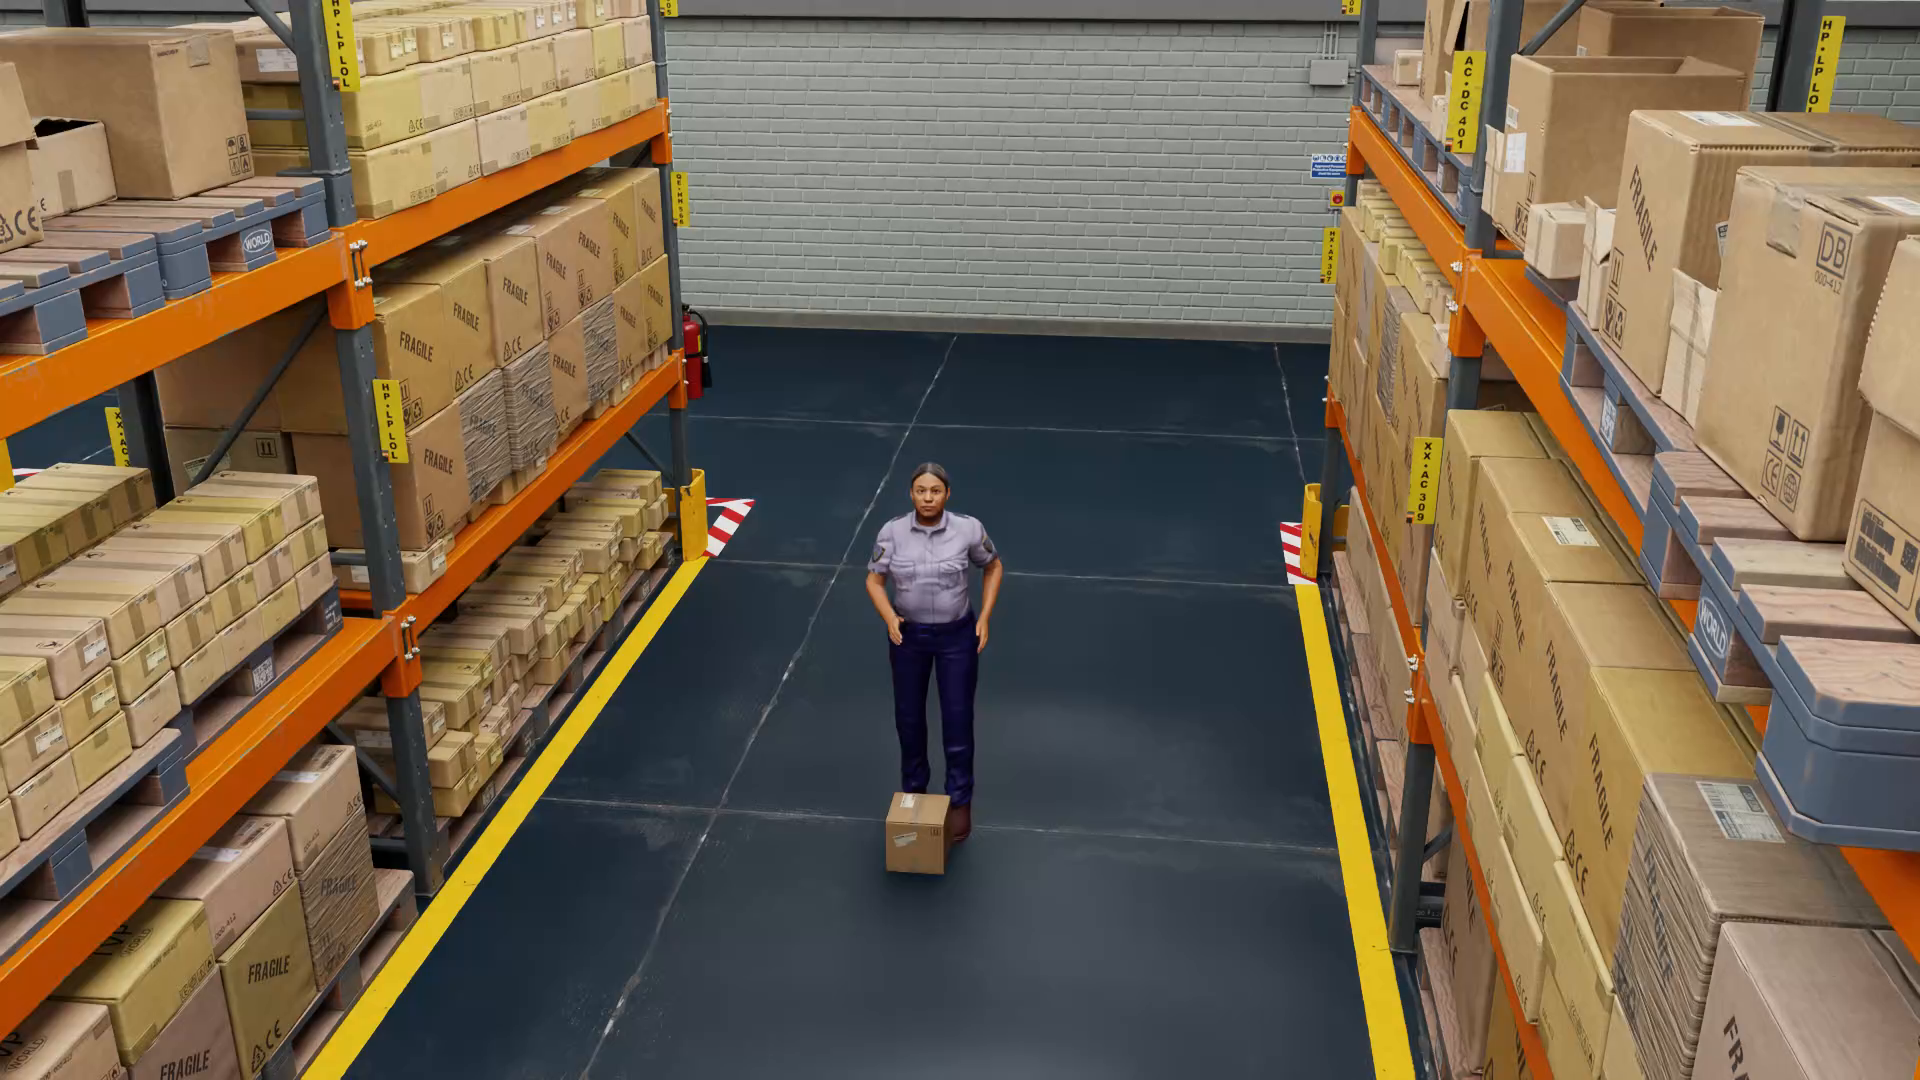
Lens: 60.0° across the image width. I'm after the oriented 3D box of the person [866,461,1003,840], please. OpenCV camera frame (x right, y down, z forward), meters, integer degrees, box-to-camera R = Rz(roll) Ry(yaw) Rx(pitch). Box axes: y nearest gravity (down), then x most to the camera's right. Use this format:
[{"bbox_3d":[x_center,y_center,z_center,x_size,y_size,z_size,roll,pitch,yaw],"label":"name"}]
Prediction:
[{"bbox_3d":[-0.131,0.486,7.366,0.595,1.662,0.542,3,21,7],"label":"person"}]
